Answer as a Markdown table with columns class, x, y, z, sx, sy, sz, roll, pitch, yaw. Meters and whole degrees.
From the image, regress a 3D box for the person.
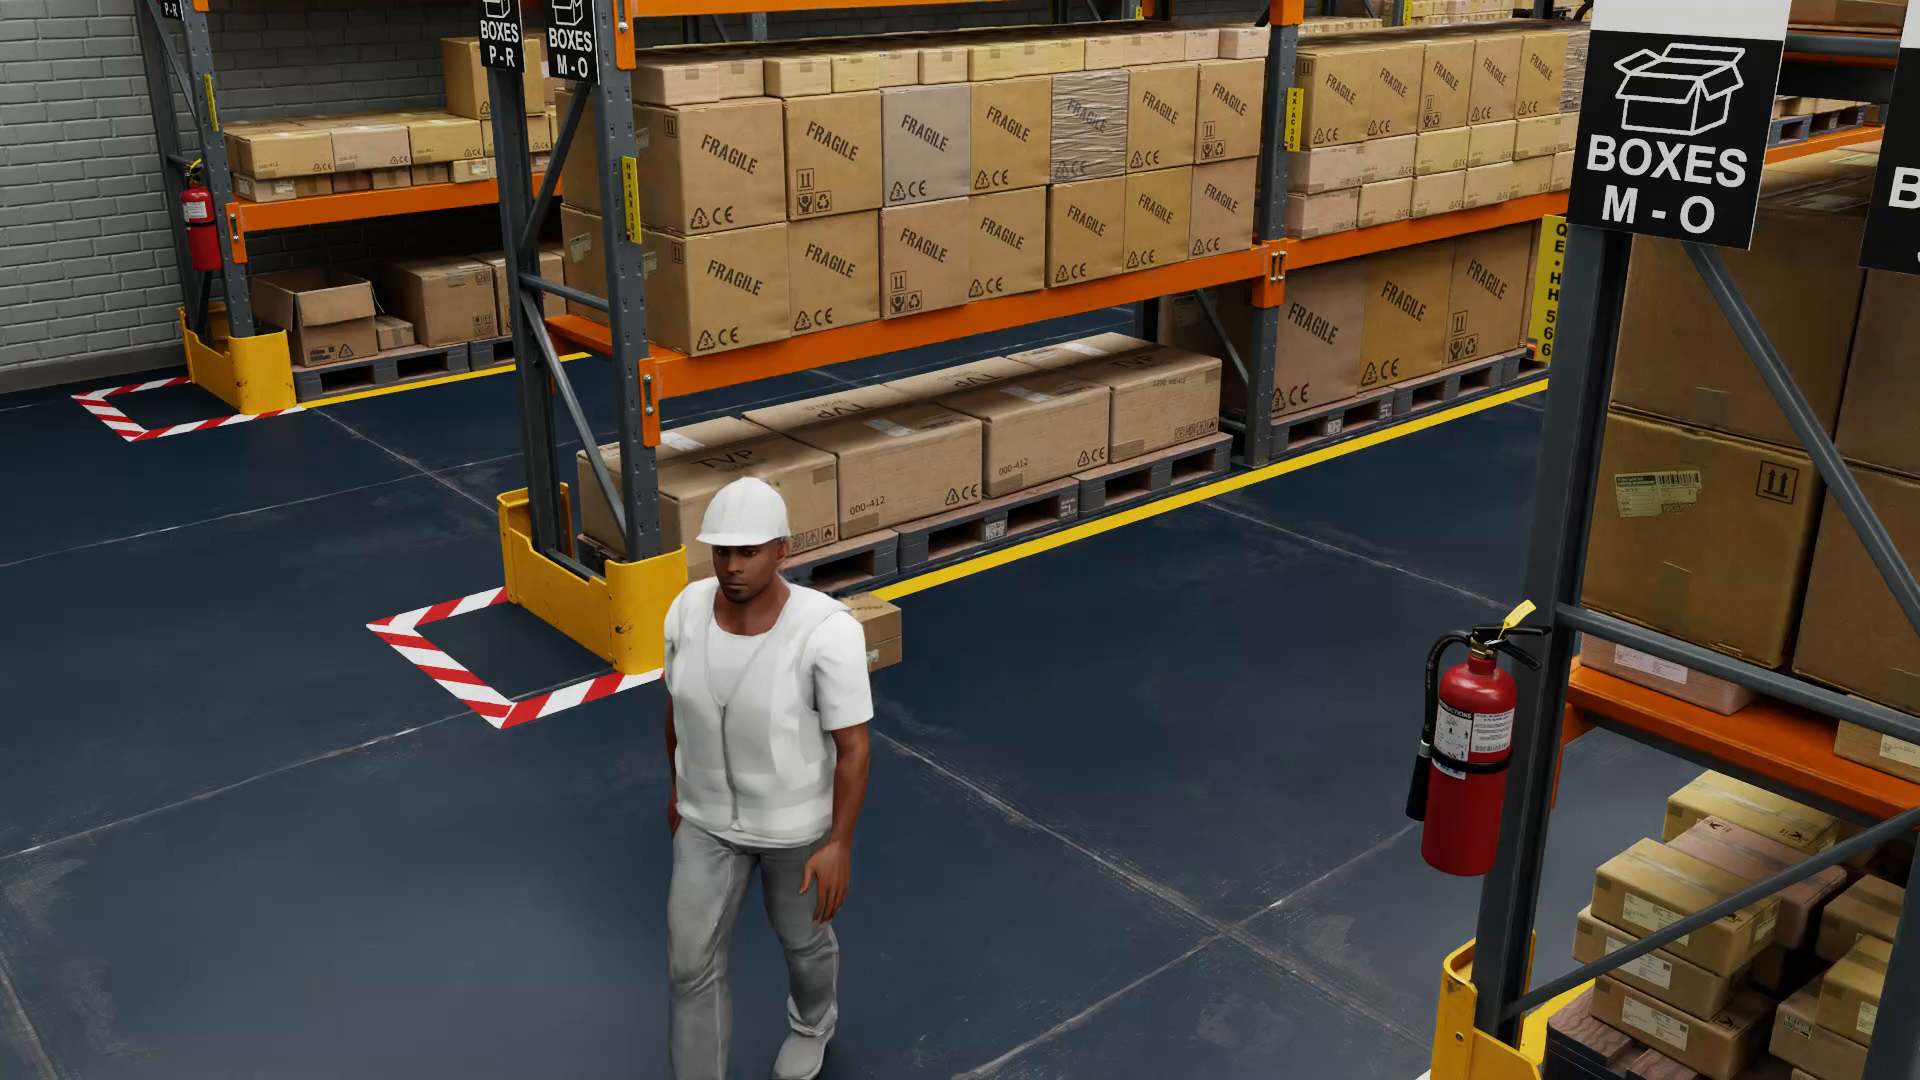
| class | x | y | z | sx | sy | sz | roll | pitch | yaw |
| --- | --- | --- | --- | --- | --- | --- | --- | --- | --- |
| person | -0.525 | 0.735 | 4.126 | 0.614 | 1.790 | 0.794 | 6 | 22 | 15 |
